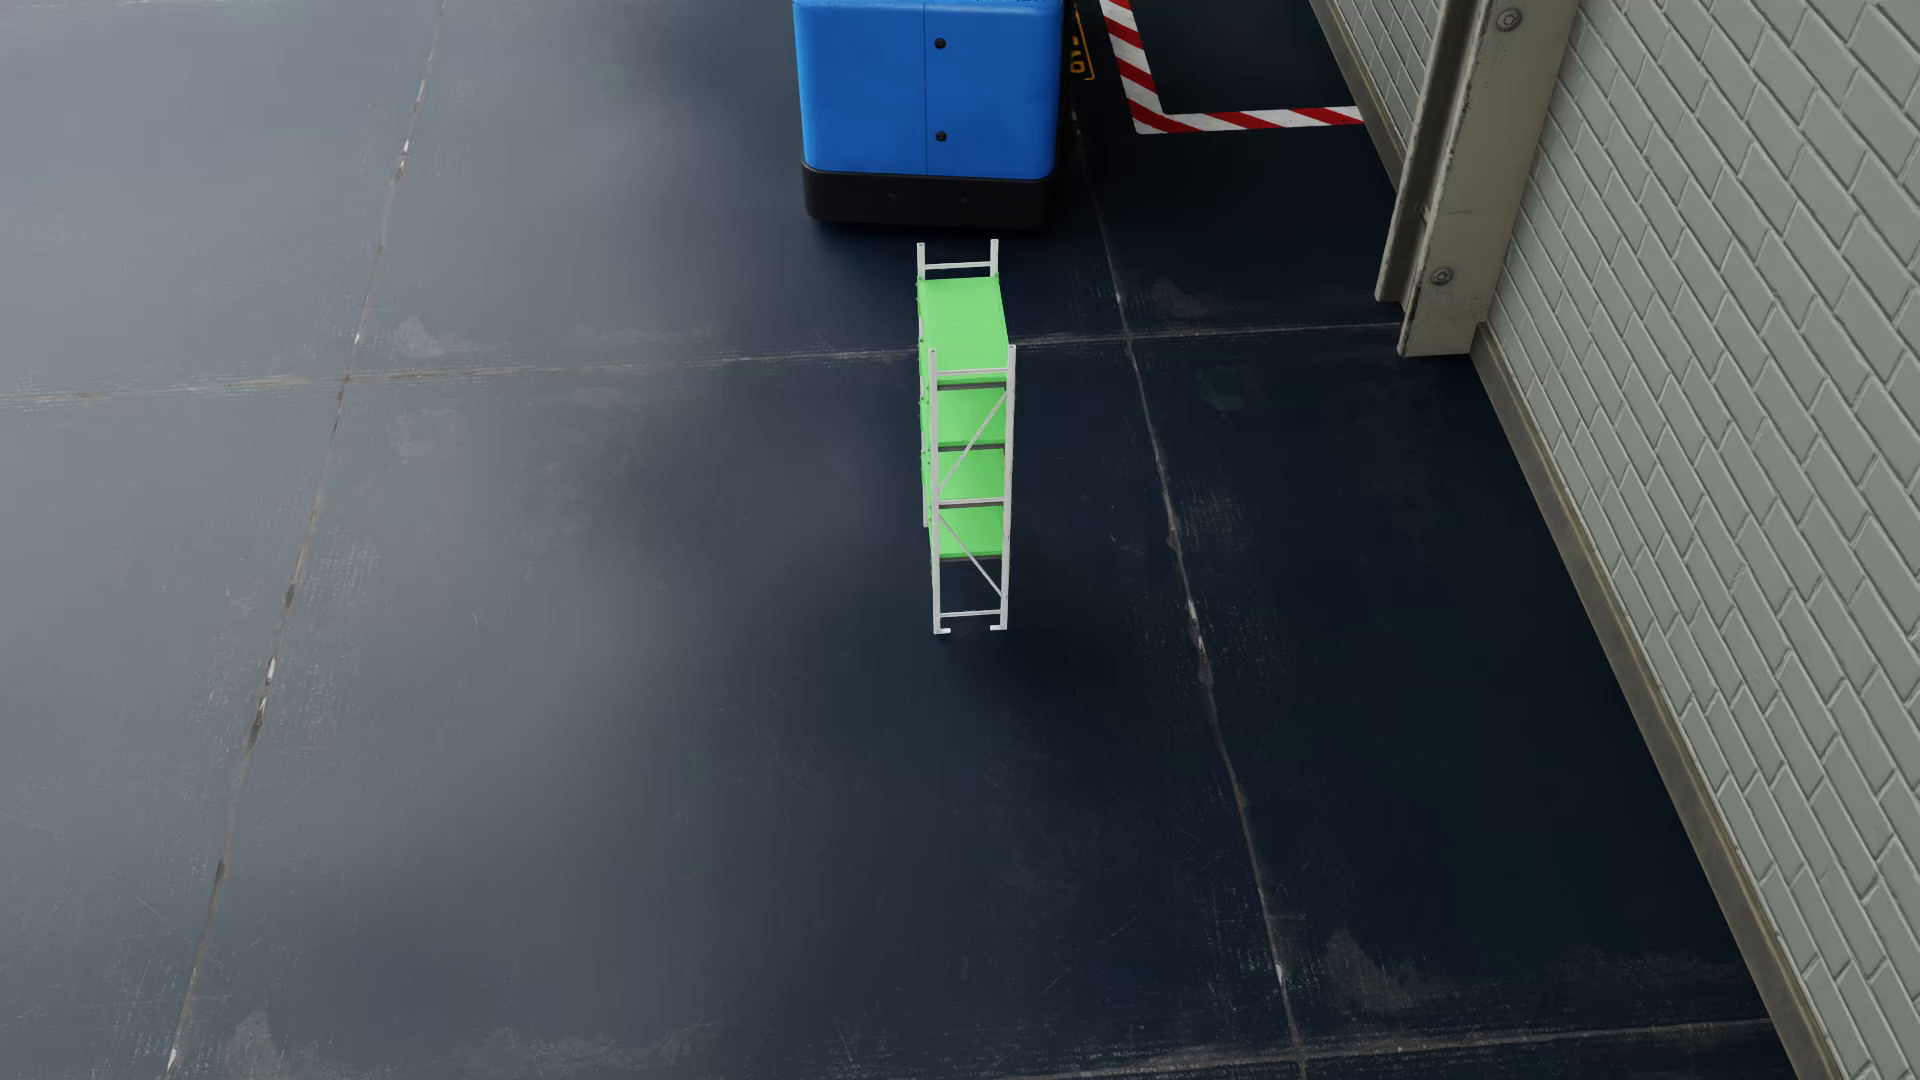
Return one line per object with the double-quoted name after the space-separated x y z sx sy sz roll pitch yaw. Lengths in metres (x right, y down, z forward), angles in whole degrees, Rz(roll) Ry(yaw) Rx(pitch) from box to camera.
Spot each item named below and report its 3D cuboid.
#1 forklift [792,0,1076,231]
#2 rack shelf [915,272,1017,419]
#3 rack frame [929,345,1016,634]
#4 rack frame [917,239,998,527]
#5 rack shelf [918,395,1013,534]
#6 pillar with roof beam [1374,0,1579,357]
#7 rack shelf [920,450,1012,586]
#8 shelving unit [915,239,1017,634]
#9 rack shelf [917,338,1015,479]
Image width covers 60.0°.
-0.019 -3.353 6.907 1.130 2.935 3.031 3 47 3 "forklift"
0.014 -0.579 4.899 0.258 0.148 0.480 -3 47 -3 "rack shelf"
0.034 -0.116 5.034 0.240 1.200 0.015 -3 47 -3 "rack frame"
-0.007 -0.469 5.368 0.240 1.200 0.015 -3 47 -3 "rack frame"
0.014 -0.249 5.247 0.258 0.148 0.480 -3 47 -3 "rack shelf"
-2.454 -3.693 3.050 9.100 9.000 0.400 -3 47 -3 "pillar with roof beam"
0.014 -0.084 5.422 0.258 0.148 0.480 -3 47 -3 "rack shelf"
0.014 -0.293 5.201 0.258 1.200 0.503 -3 47 -3 "shelving unit"
0.014 -0.414 5.073 0.258 0.148 0.480 -3 47 -3 "rack shelf"
